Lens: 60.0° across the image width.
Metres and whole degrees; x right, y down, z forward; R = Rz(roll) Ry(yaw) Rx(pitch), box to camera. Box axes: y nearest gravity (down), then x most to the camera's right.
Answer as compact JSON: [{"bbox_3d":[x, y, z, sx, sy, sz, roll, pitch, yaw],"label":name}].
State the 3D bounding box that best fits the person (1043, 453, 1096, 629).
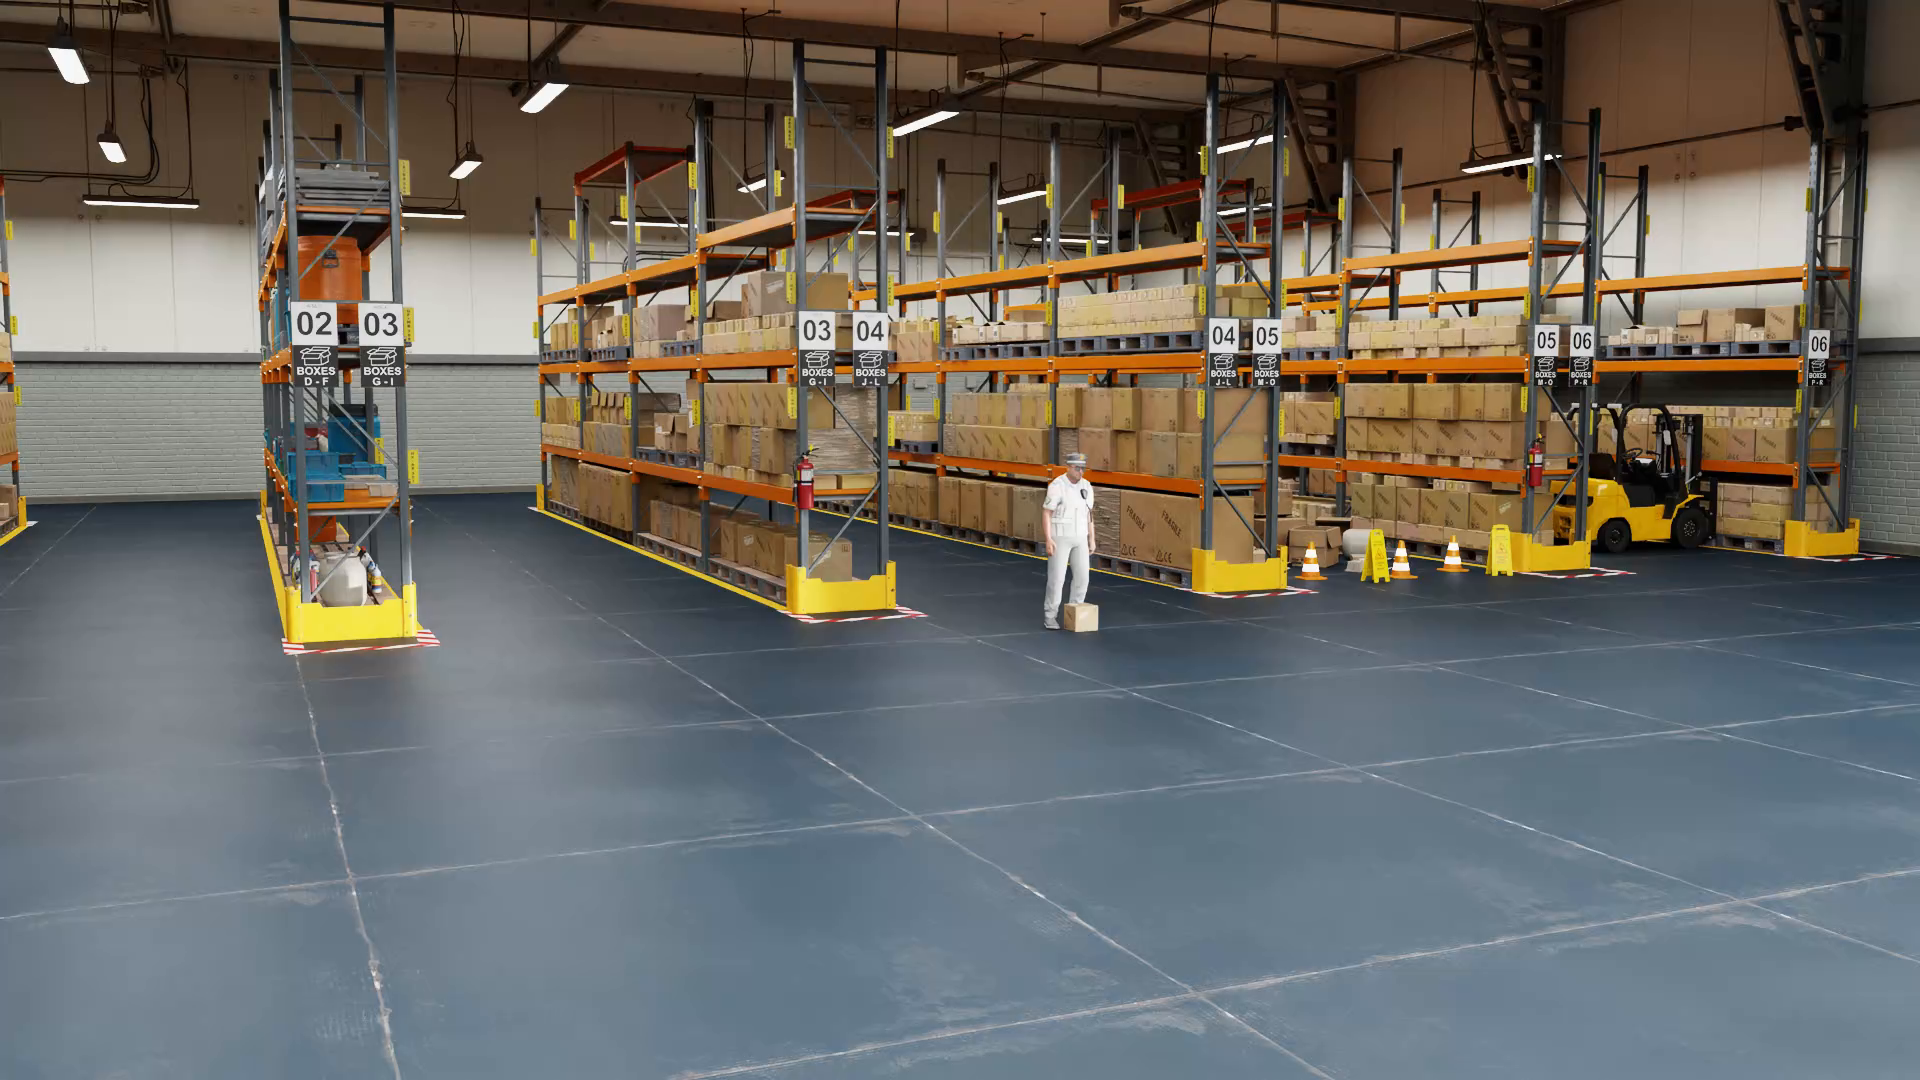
[{"bbox_3d":[1.089,-0.002,16.737,0.606,1.747,0.436,-3,6,-27],"label":"person"}]
